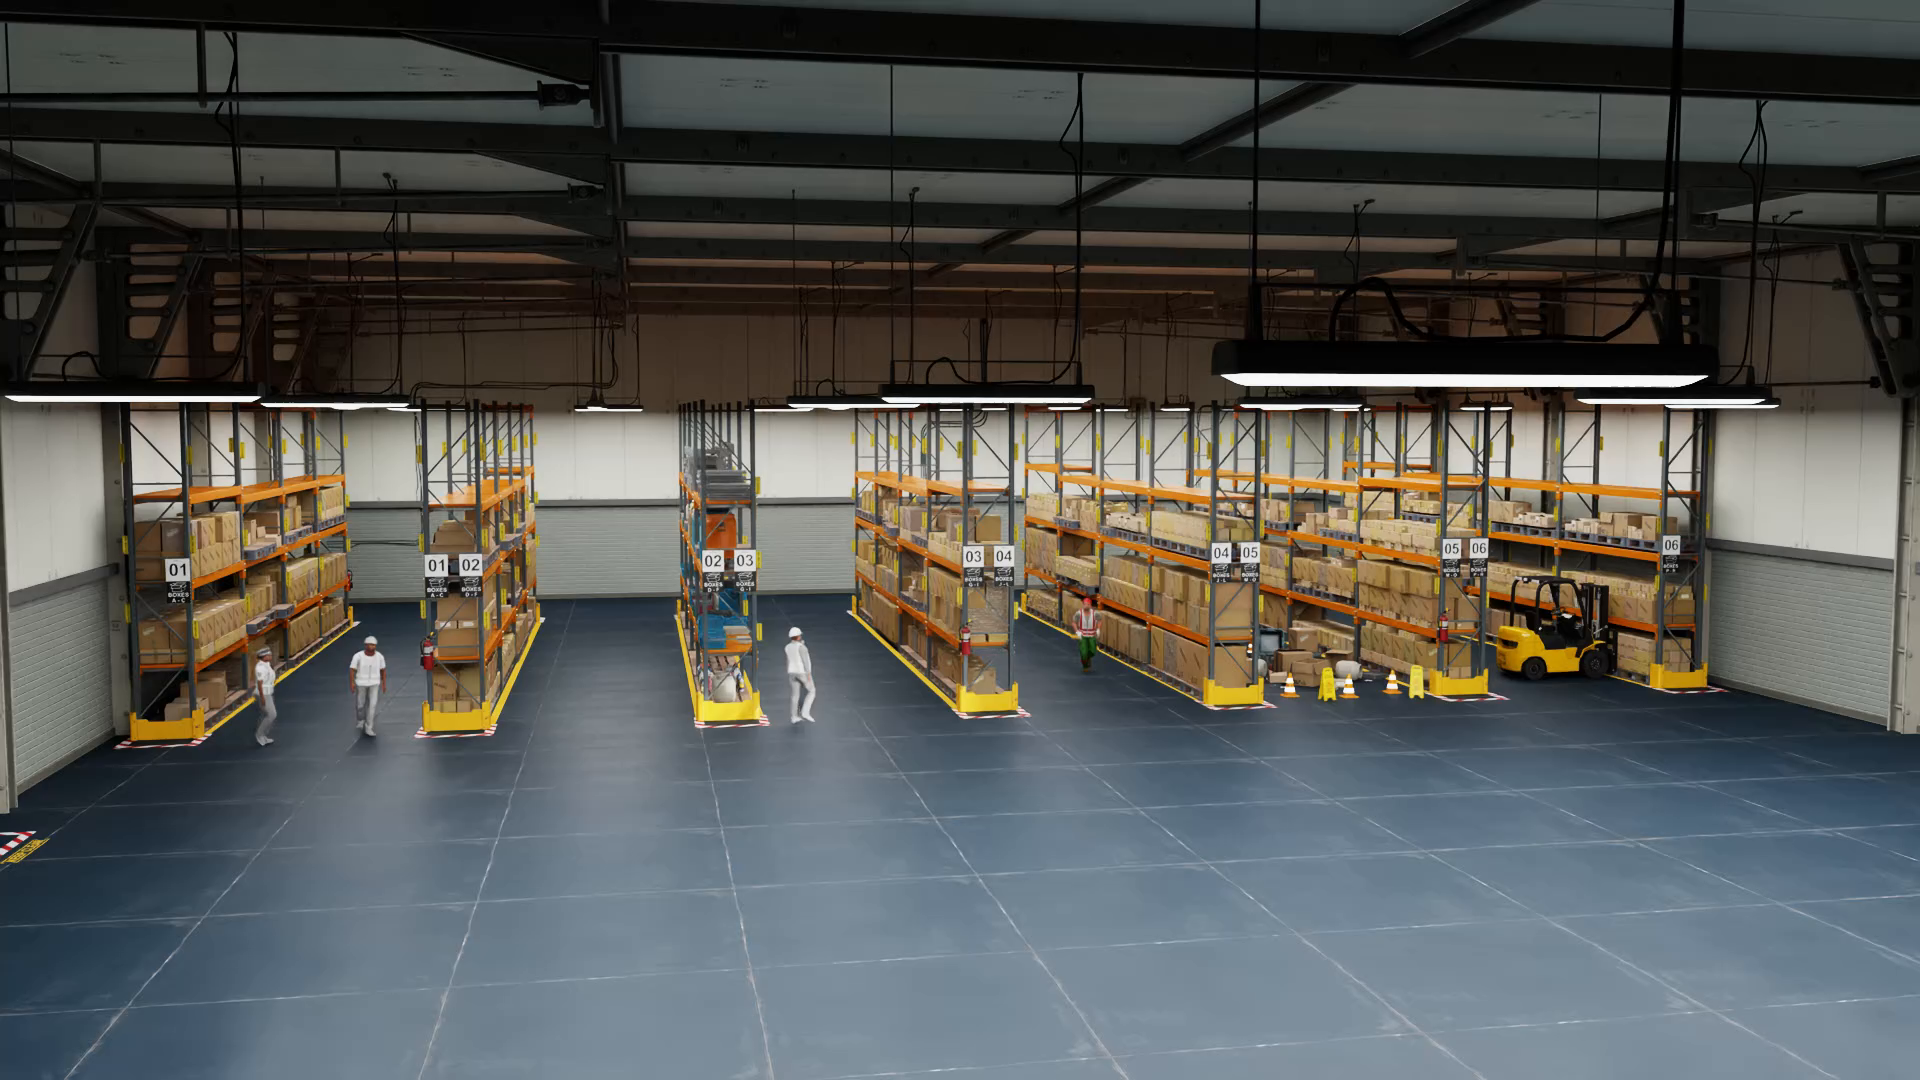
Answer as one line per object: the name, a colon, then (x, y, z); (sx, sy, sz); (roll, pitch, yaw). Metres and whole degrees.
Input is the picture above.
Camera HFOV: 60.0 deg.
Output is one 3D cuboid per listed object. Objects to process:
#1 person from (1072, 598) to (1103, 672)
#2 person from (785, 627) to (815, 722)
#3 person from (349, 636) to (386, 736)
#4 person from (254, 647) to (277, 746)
person: (2.822, 2.108, 36.805); (0.697, 1.690, 0.602); (0, 4, -3)
person: (-3.006, 2.502, 30.951); (0.621, 1.760, 0.517); (2, 5, 29)
person: (-10.632, 2.608, 29.895); (0.678, 1.739, 0.835); (-3, 5, -32)
person: (-12.036, 2.701, 28.843); (0.408, 1.701, 0.482); (-1, 4, -10)
